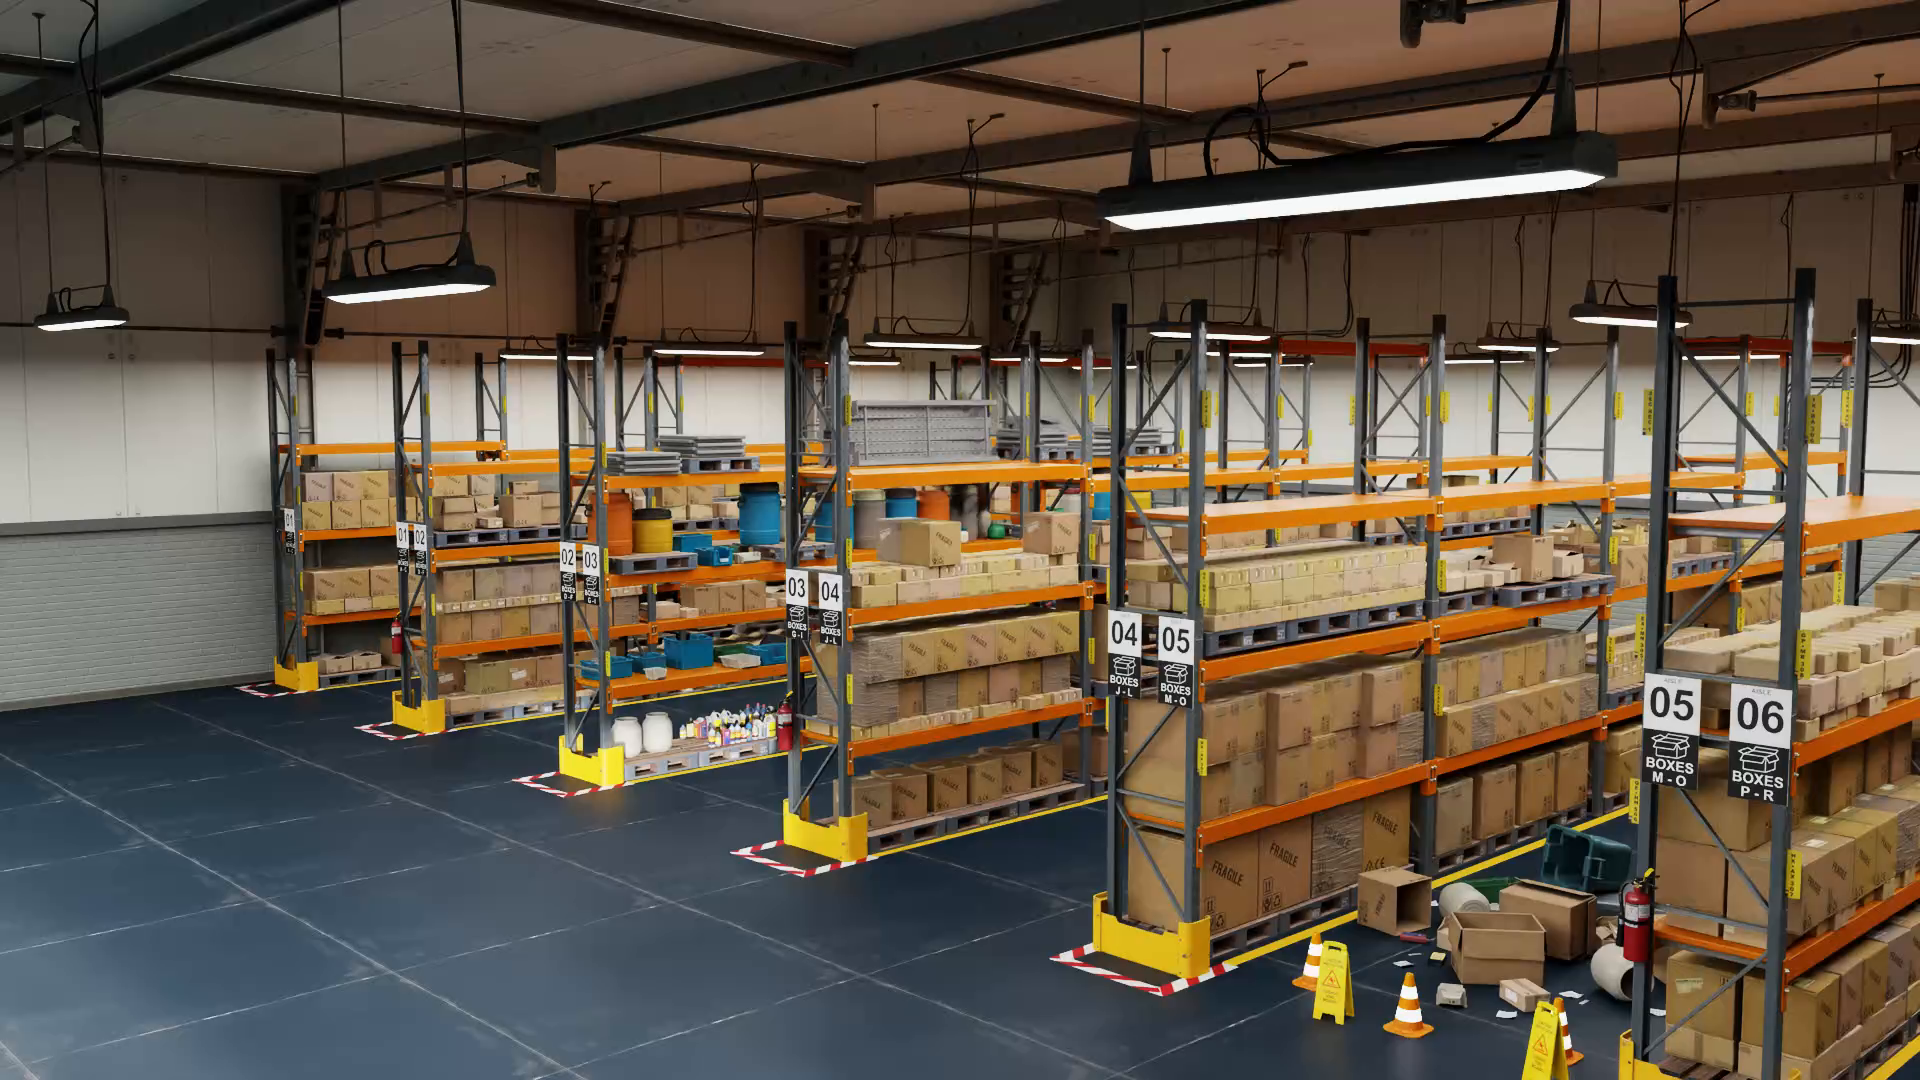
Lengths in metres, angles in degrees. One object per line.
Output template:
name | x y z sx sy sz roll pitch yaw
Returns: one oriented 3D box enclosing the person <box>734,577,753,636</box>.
person | -4.219 1.570 32.241 0.691 1.711 0.619 -4 7 -40
